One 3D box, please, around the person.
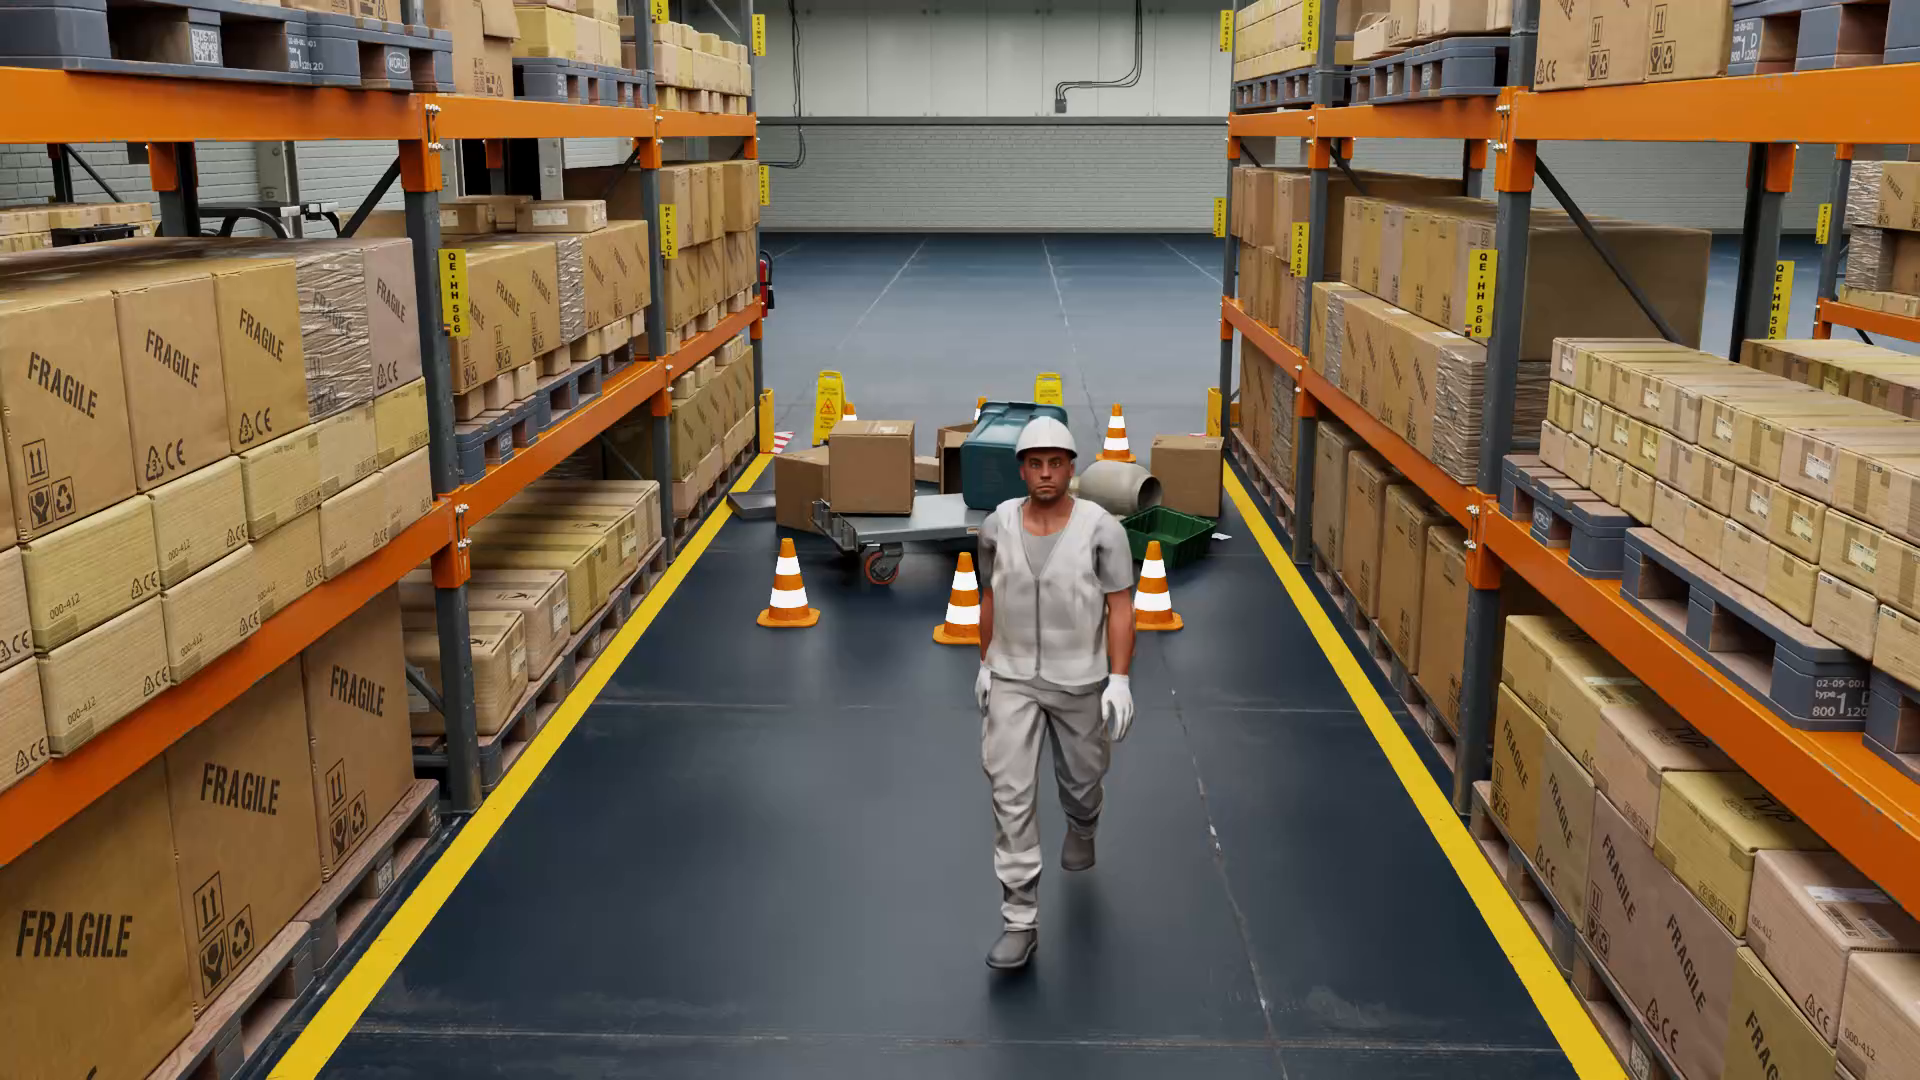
[{"bbox_3d":[0.309,0.461,5.550,0.572,1.756,0.951,3,14,12],"label":"person"}]
